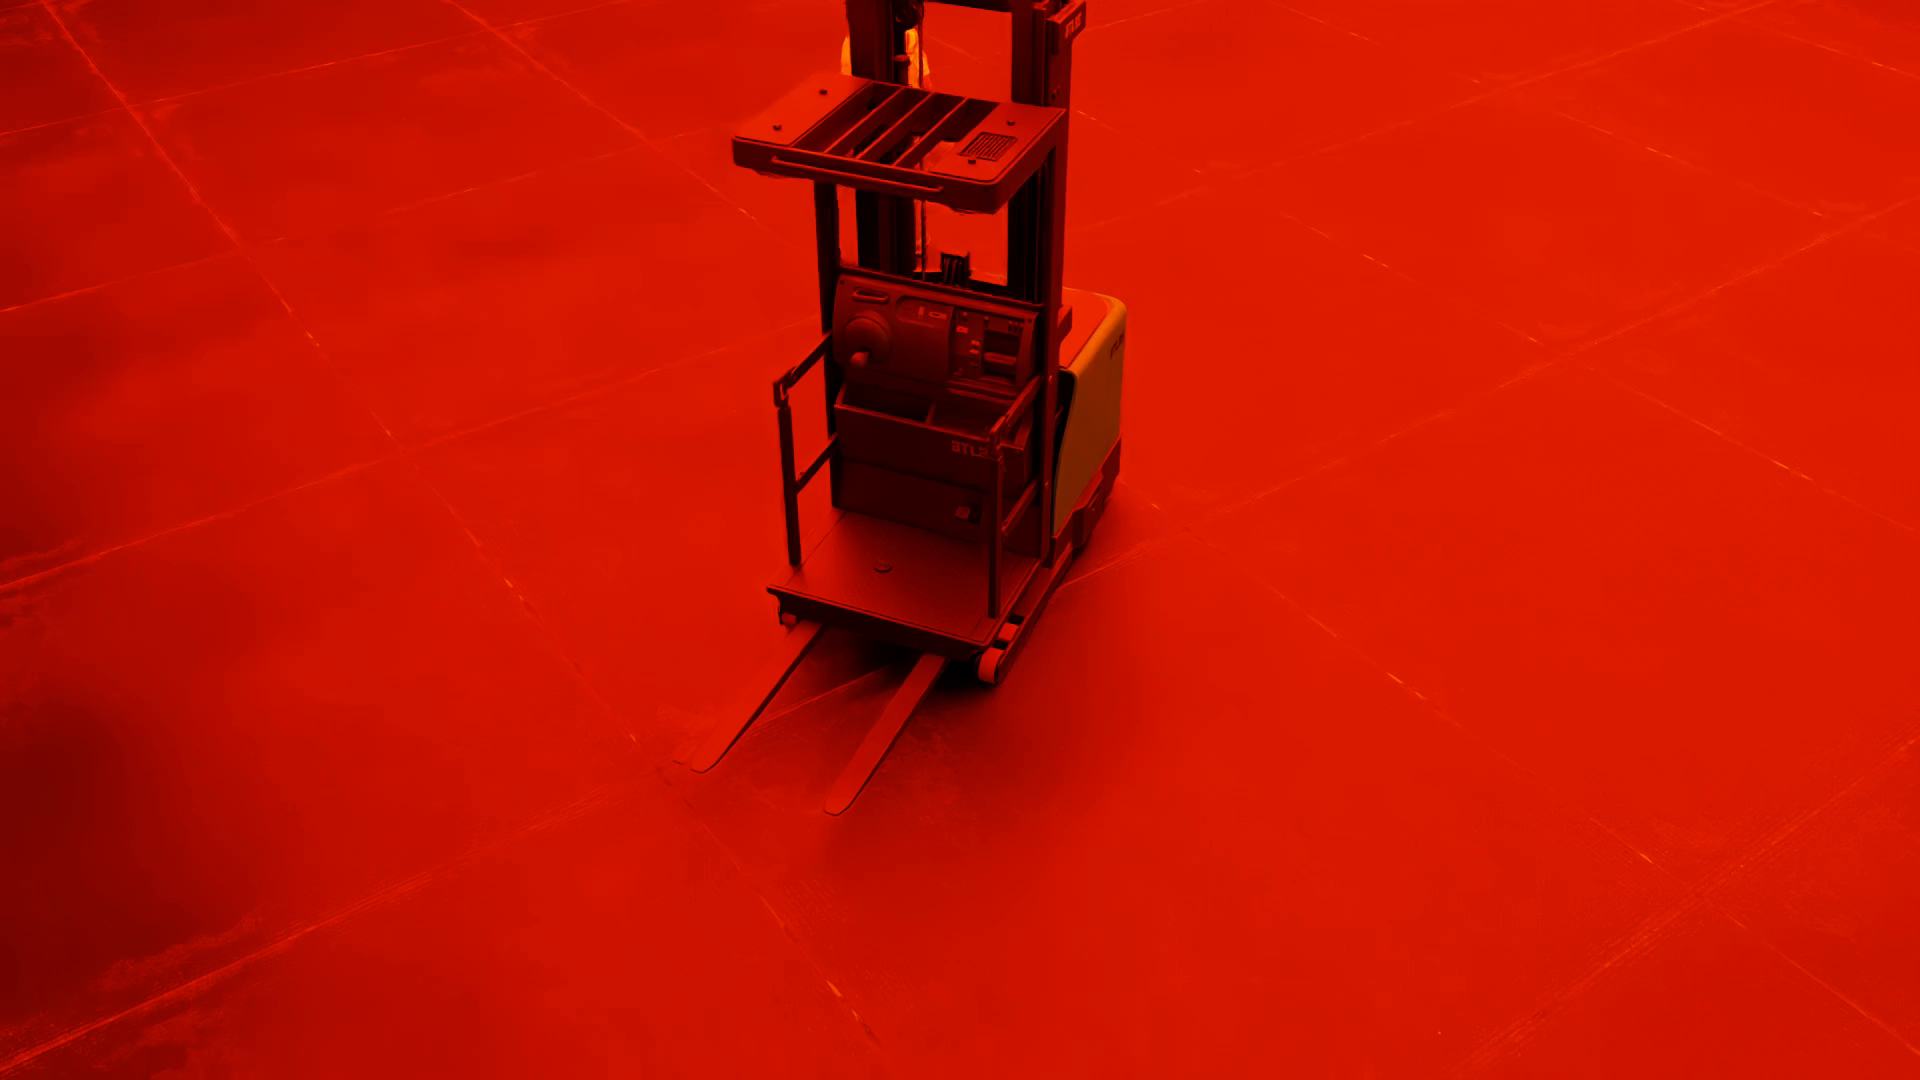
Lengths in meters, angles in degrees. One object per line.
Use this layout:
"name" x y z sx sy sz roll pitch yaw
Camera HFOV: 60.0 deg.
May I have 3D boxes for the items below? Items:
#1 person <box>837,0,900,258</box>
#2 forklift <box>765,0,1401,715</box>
"person" -0.469 -2.613 10.473 0.601 1.747 0.443 -6 37 -8
"forklift" 0.558 -0.944 7.221 3.031 2.935 1.130 23 42 28
